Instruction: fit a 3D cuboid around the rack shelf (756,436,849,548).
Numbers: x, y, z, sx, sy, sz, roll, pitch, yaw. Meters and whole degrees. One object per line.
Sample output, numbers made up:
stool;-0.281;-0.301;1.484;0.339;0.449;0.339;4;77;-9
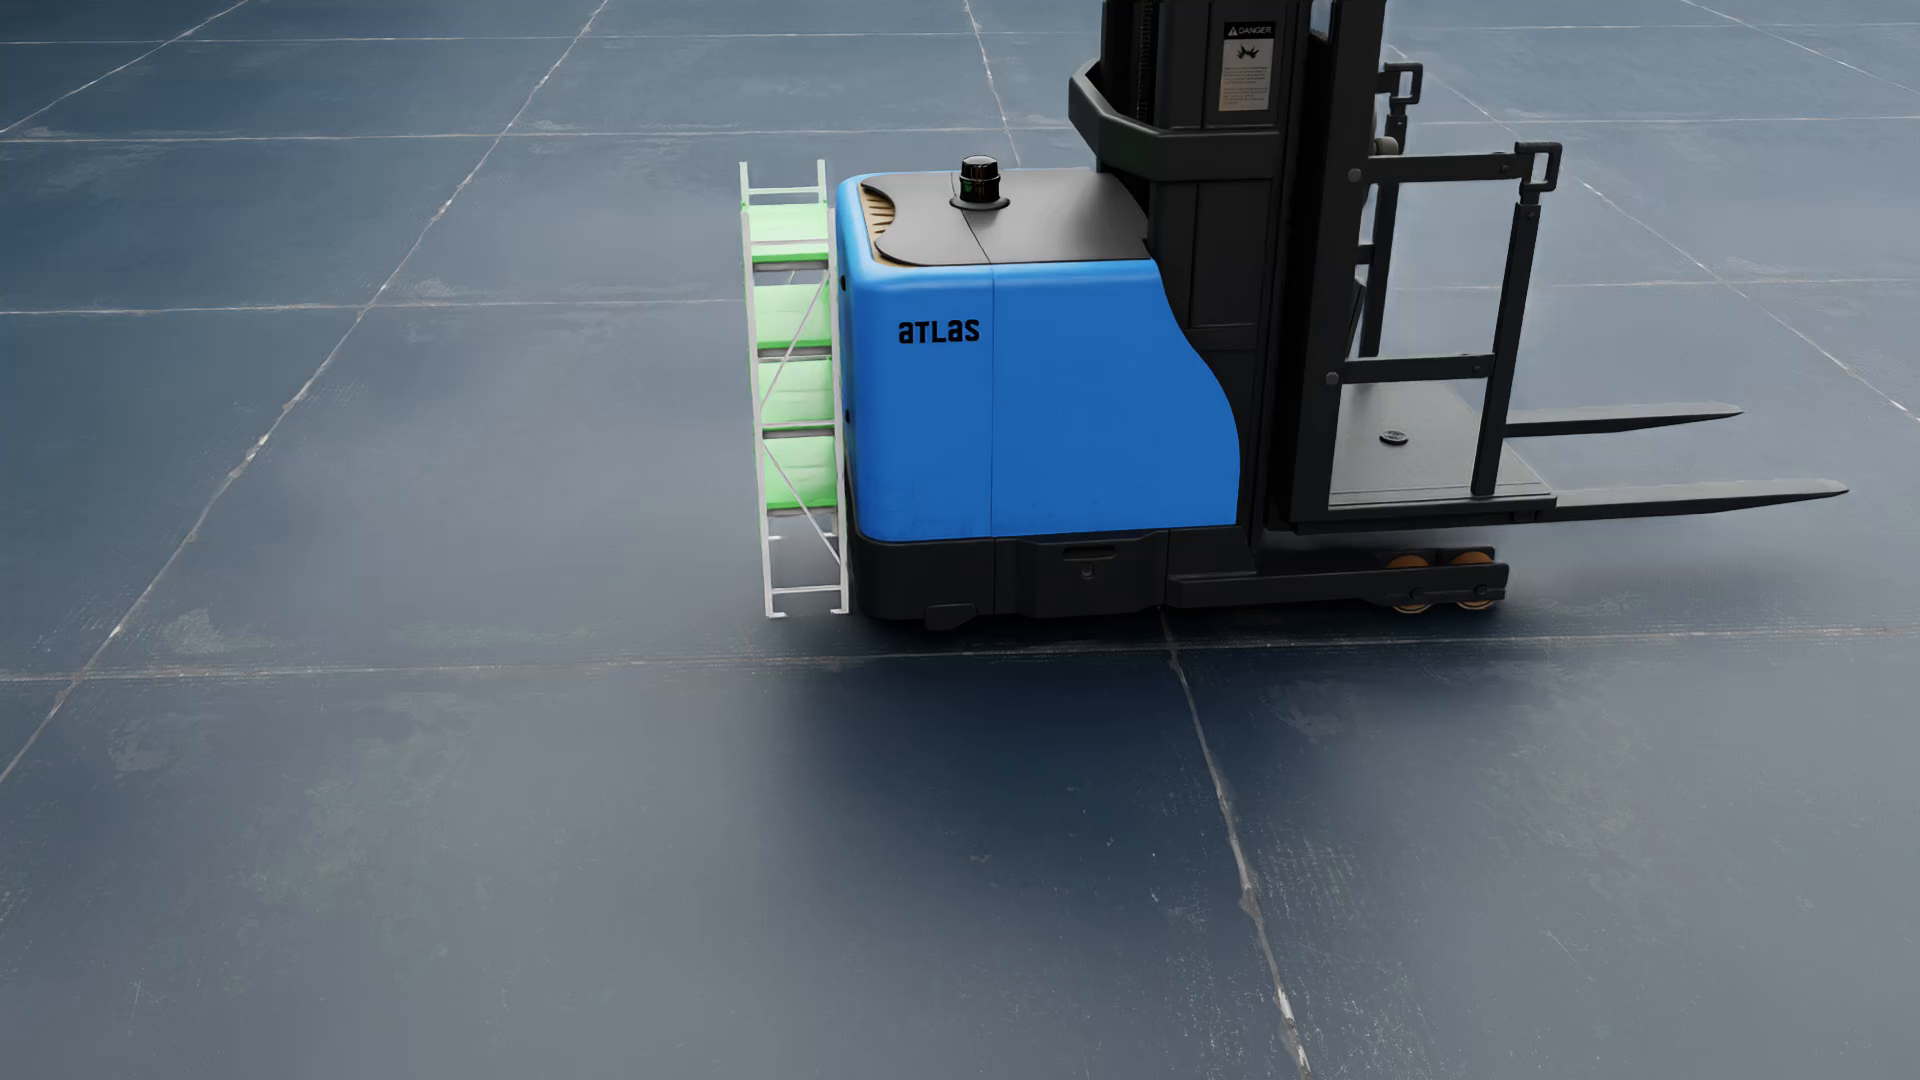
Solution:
rack shelf;-0.473;-0.158;4.913;0.258;0.148;0.480;-3;28;-6

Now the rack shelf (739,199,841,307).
rack shelf;-0.473;-0.797;4.580;0.258;0.148;0.480;-3;28;-6

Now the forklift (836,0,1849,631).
forklift;1.164;-1.326;4.623;3.031;2.935;1.130;-3;28;-6

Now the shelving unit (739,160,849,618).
shelving unit;-0.473;-0.428;4.773;0.258;1.200;0.503;-3;28;-6

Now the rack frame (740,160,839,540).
rack frame;-0.503;-0.540;4.987;0.240;1.200;0.015;-3;28;-6

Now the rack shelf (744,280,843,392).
rack shelf;-0.473;-0.584;4.691;0.258;0.148;0.480;-3;28;-6

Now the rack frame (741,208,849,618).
rack frame;-0.443;-0.316;4.558;0.240;1.200;0.015;-3;28;-6

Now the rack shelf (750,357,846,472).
rack shelf;-0.473;-0.371;4.802;0.258;0.148;0.480;-3;28;-6
